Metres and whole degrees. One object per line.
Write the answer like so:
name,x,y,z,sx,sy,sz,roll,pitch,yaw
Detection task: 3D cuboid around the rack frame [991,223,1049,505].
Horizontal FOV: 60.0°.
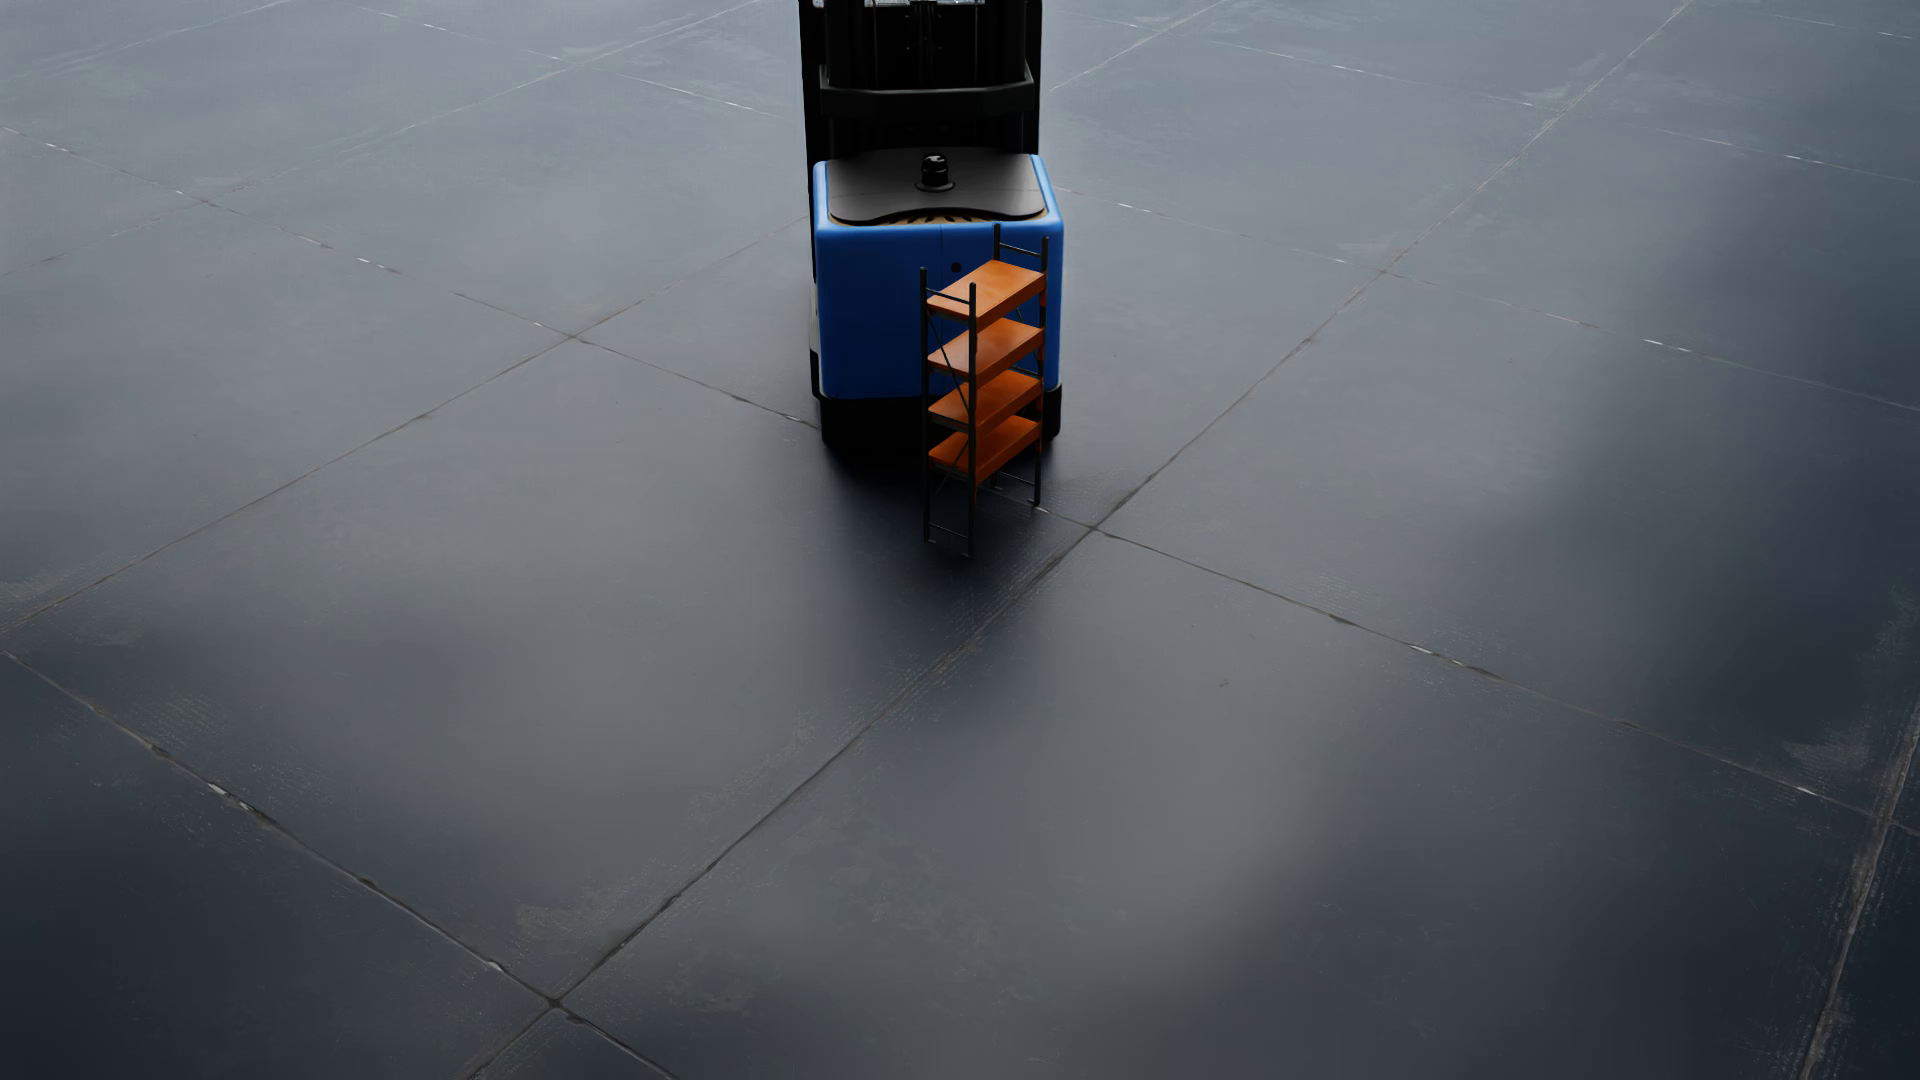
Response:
rack frame,0.234,-0.686,6.693,0.240,1.200,0.015,21,39,28

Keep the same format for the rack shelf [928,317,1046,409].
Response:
rack shelf,0.094,-0.703,6.439,0.258,0.148,0.480,21,39,28

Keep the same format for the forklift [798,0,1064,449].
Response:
forklift,-0.198,-2.412,7.700,1.130,2.935,3.031,-3,34,-4

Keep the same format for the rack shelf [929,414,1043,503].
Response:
rack shelf,0.094,-0.353,6.675,0.258,0.148,0.480,21,39,28

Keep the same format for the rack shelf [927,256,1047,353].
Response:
rack shelf,0.094,-0.899,6.306,0.258,0.148,0.480,21,39,28

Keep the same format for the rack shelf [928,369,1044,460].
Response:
rack shelf,0.094,-0.517,6.564,0.258,0.148,0.480,21,39,28

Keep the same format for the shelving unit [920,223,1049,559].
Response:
shelving unit,0.094,-0.573,6.527,0.258,1.200,0.503,21,39,28

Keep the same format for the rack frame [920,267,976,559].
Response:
rack frame,-0.045,-0.461,6.361,0.240,1.200,0.015,21,39,28
